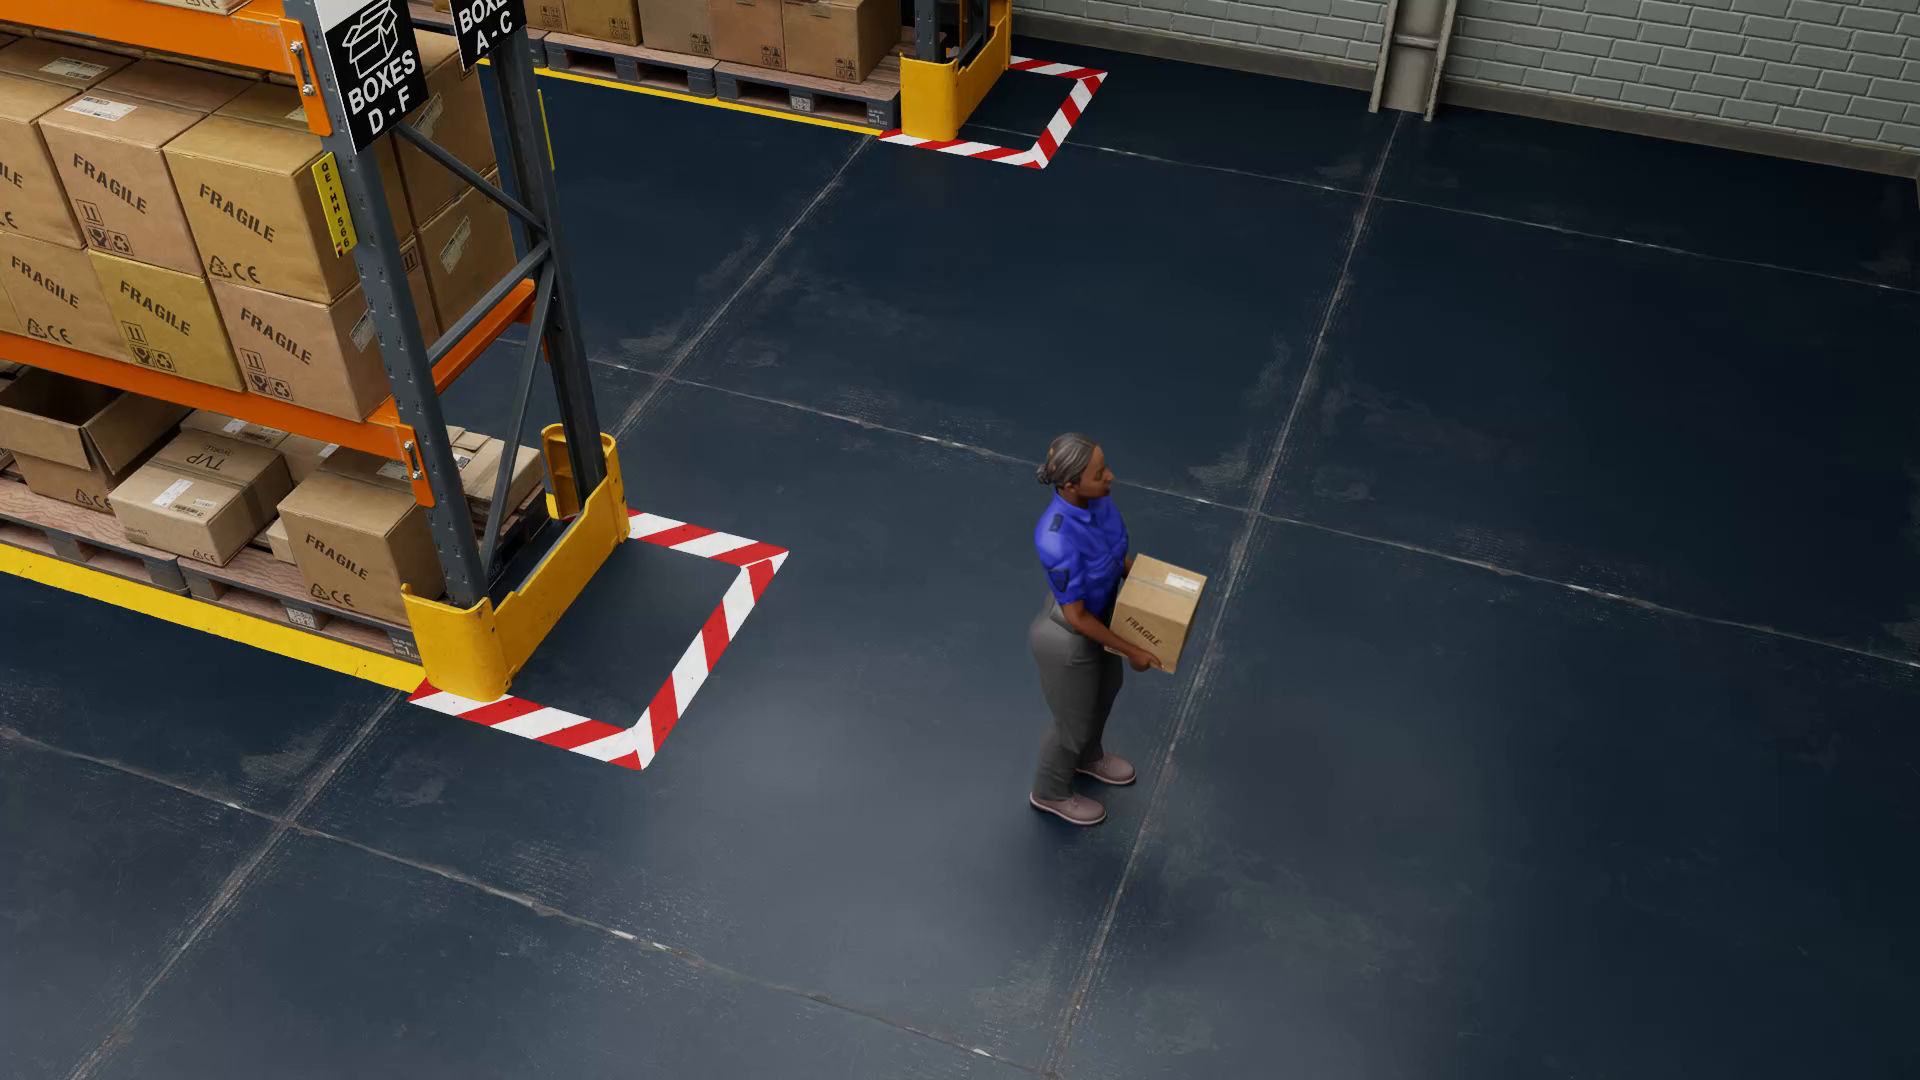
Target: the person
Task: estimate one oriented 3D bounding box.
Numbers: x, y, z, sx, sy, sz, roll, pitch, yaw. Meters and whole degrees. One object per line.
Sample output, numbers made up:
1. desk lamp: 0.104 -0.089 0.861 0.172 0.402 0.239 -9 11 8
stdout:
1. person: 0.490 0.335 5.796 0.517 1.647 0.450 14 44 16
